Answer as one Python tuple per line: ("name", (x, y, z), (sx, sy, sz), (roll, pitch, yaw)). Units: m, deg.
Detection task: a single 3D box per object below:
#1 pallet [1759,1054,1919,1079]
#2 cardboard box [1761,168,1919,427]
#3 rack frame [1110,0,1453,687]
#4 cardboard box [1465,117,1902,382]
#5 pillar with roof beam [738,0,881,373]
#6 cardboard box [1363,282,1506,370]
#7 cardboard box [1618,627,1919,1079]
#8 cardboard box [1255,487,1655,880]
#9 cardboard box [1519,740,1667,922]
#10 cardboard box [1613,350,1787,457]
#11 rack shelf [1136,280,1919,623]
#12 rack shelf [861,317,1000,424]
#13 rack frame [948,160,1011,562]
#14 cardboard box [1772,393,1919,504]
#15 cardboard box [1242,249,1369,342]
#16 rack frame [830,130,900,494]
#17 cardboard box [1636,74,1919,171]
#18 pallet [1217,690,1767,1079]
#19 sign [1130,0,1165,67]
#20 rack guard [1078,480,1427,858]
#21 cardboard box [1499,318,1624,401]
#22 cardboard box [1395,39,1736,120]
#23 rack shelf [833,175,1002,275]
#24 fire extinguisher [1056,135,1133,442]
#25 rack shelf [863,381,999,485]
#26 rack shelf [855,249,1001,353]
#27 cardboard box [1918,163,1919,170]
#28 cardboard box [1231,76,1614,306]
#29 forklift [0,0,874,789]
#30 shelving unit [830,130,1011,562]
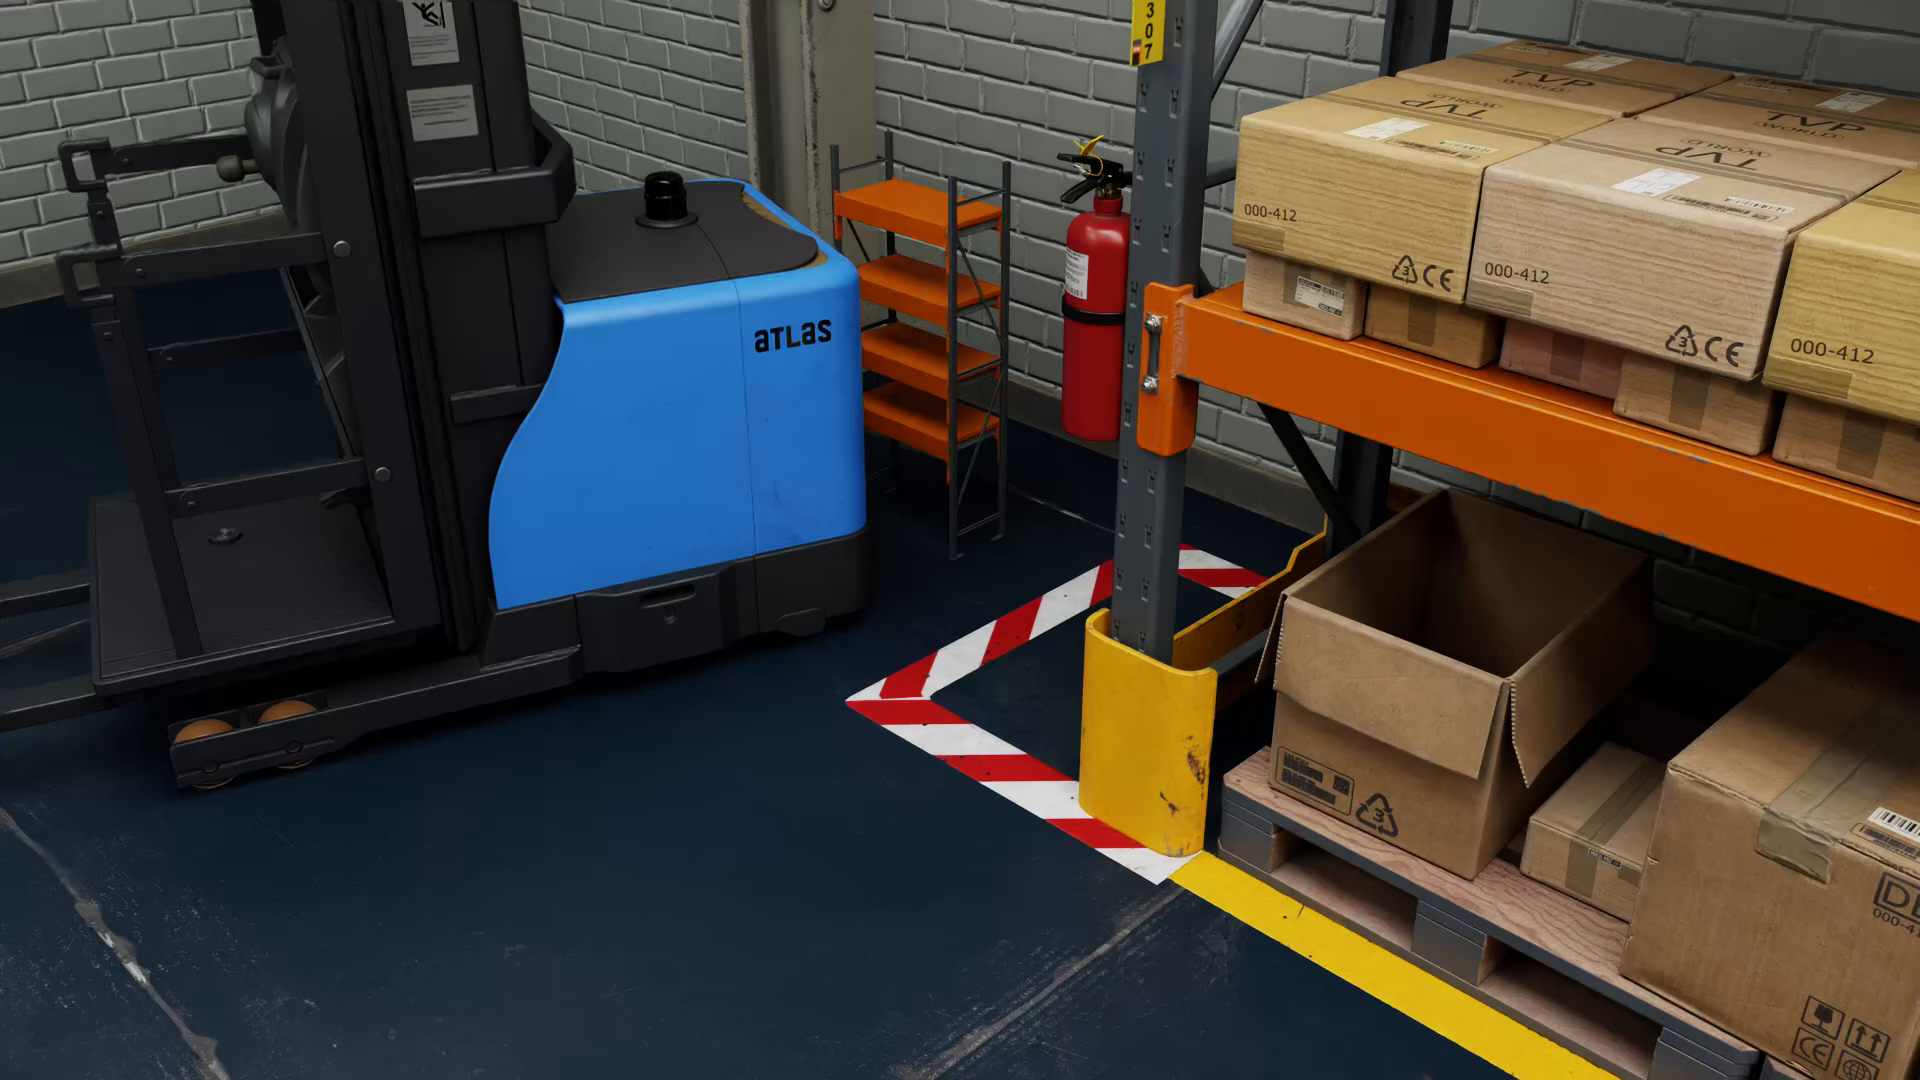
("pallet", (2.228, 1.063, 3.002), (1.213, 0.211, 1.003), (25, 36, 38))
("cardboard box", (1.597, -0.353, 2.540), (0.500, 0.250, 0.500), (24, 36, 37))
("rack frame", (0.739, -0.854, 3.651), (0.127, 3.000, 1.000), (25, 36, 38))
("cardboard box", (1.233, -0.517, 2.852), (0.500, 0.250, 0.500), (-25, 37, -39))
("pillar with roof beam", (-3.570, -3.259, 1.779), (0.400, 9.000, 9.100), (25, 36, 38))
("cardboard box", (0.995, -0.477, 3.203), (0.380, 0.149, 0.250), (-24, 36, -38))
("cardboard box", (1.691, 0.590, 3.140), (0.700, 0.500, 0.500), (-24, 36, -37))
("cardboard box", (1.108, 0.296, 3.695), (0.637, 0.503, 0.797), (23, 35, 37))
("cardboard box", (1.384, 0.605, 3.489), (0.250, 0.149, 0.380), (23, 35, 37))
("cardboard box", (1.344, -0.300, 2.867), (0.380, 0.149, 0.250), (-24, 36, -38))
("rack shelf", (2.165, 0.117, 2.577), (4.000, 0.370, 1.077), (25, 36, 38))
("rack shelf", (-0.118, -0.526, 5.105), (0.480, 0.148, 0.258), (25, 36, 38))
("rack frame", (0.056, -0.505, 4.922), (0.015, 1.200, 0.240), (25, 36, 38))
("cardboard box", (1.537, -0.215, 2.706), (0.380, 0.149, 0.250), (-25, 36, -38))
("cardboard box", (0.781, -0.544, 3.332), (0.250, 0.149, 0.380), (24, 36, 38))
("rack frame", (-0.292, -0.665, 5.225), (0.015, 1.200, 0.240), (25, 36, 38))
("cardboard box", (1.620, -0.688, 3.178), (0.500, 0.250, 0.500), (25, 36, 39))
("pallet", (1.362, 0.665, 3.758), (1.213, 0.211, 1.003), (25, 36, 38))
("sign", (0.358, -1.057, 3.107), (0.005, 0.325, 0.100), (25, 36, 38))
("rack guard", (0.793, 0.277, 4.185), (0.348, 0.500, 1.175), (25, 36, 38))
("cardboard box", (1.206, -0.402, 3.062), (0.250, 0.149, 0.380), (24, 36, 38))
("cardboard box", (1.253, -0.857, 3.498), (0.500, 0.250, 0.500), (-24, 36, -38))
("rack shelf", (-0.118, -0.933, 4.891), (0.480, 0.148, 0.258), (25, 36, 38))
("fire extinguisher", (0.310, -0.549, 3.555), (0.183, 0.674, 0.296), (25, 36, 38))
("rack shelf", (-0.118, -0.350, 5.197), (0.480, 0.148, 0.258), (25, 36, 38))
("rack shelf", (-0.118, -0.724, 5.001), (0.480, 0.148, 0.258), (25, 36, 38))
("cardboard box", (1.969, -0.525, 2.867), (0.500, 0.250, 0.500), (-24, 36, -38))
("cardboard box", (0.873, -0.682, 3.165), (0.500, 0.250, 0.500), (25, 37, 39))
("forklift", (-1.806, -0.967, 3.939), (3.031, 2.935, 1.130), (-12, 30, -22))
("shelving unit", (-0.118, -0.585, 5.073), (0.503, 1.200, 0.258), (25, 36, 38))
